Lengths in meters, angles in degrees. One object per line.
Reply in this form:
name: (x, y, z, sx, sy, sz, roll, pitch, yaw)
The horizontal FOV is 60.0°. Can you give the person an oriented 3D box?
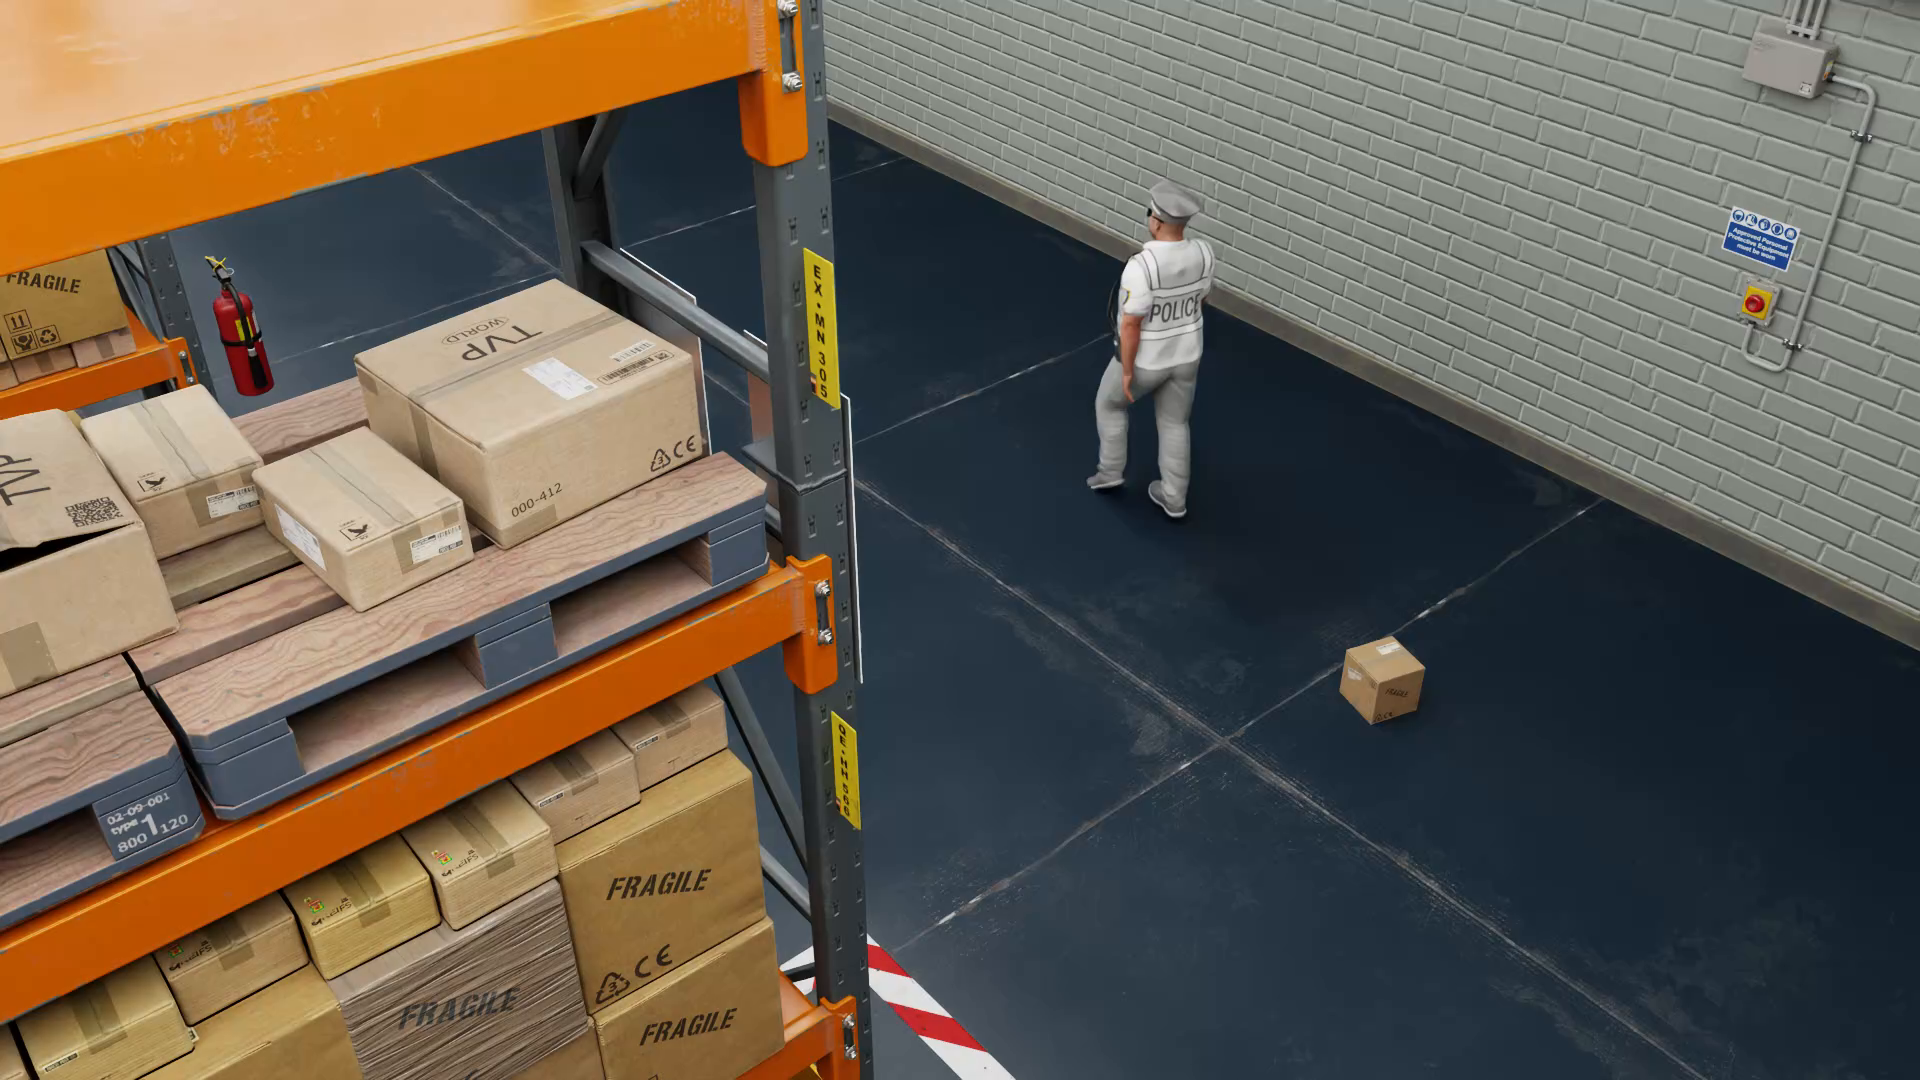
person: (0.981, -0.926, 8.386, 0.548, 1.835, 0.628, -15, 38, -20)
